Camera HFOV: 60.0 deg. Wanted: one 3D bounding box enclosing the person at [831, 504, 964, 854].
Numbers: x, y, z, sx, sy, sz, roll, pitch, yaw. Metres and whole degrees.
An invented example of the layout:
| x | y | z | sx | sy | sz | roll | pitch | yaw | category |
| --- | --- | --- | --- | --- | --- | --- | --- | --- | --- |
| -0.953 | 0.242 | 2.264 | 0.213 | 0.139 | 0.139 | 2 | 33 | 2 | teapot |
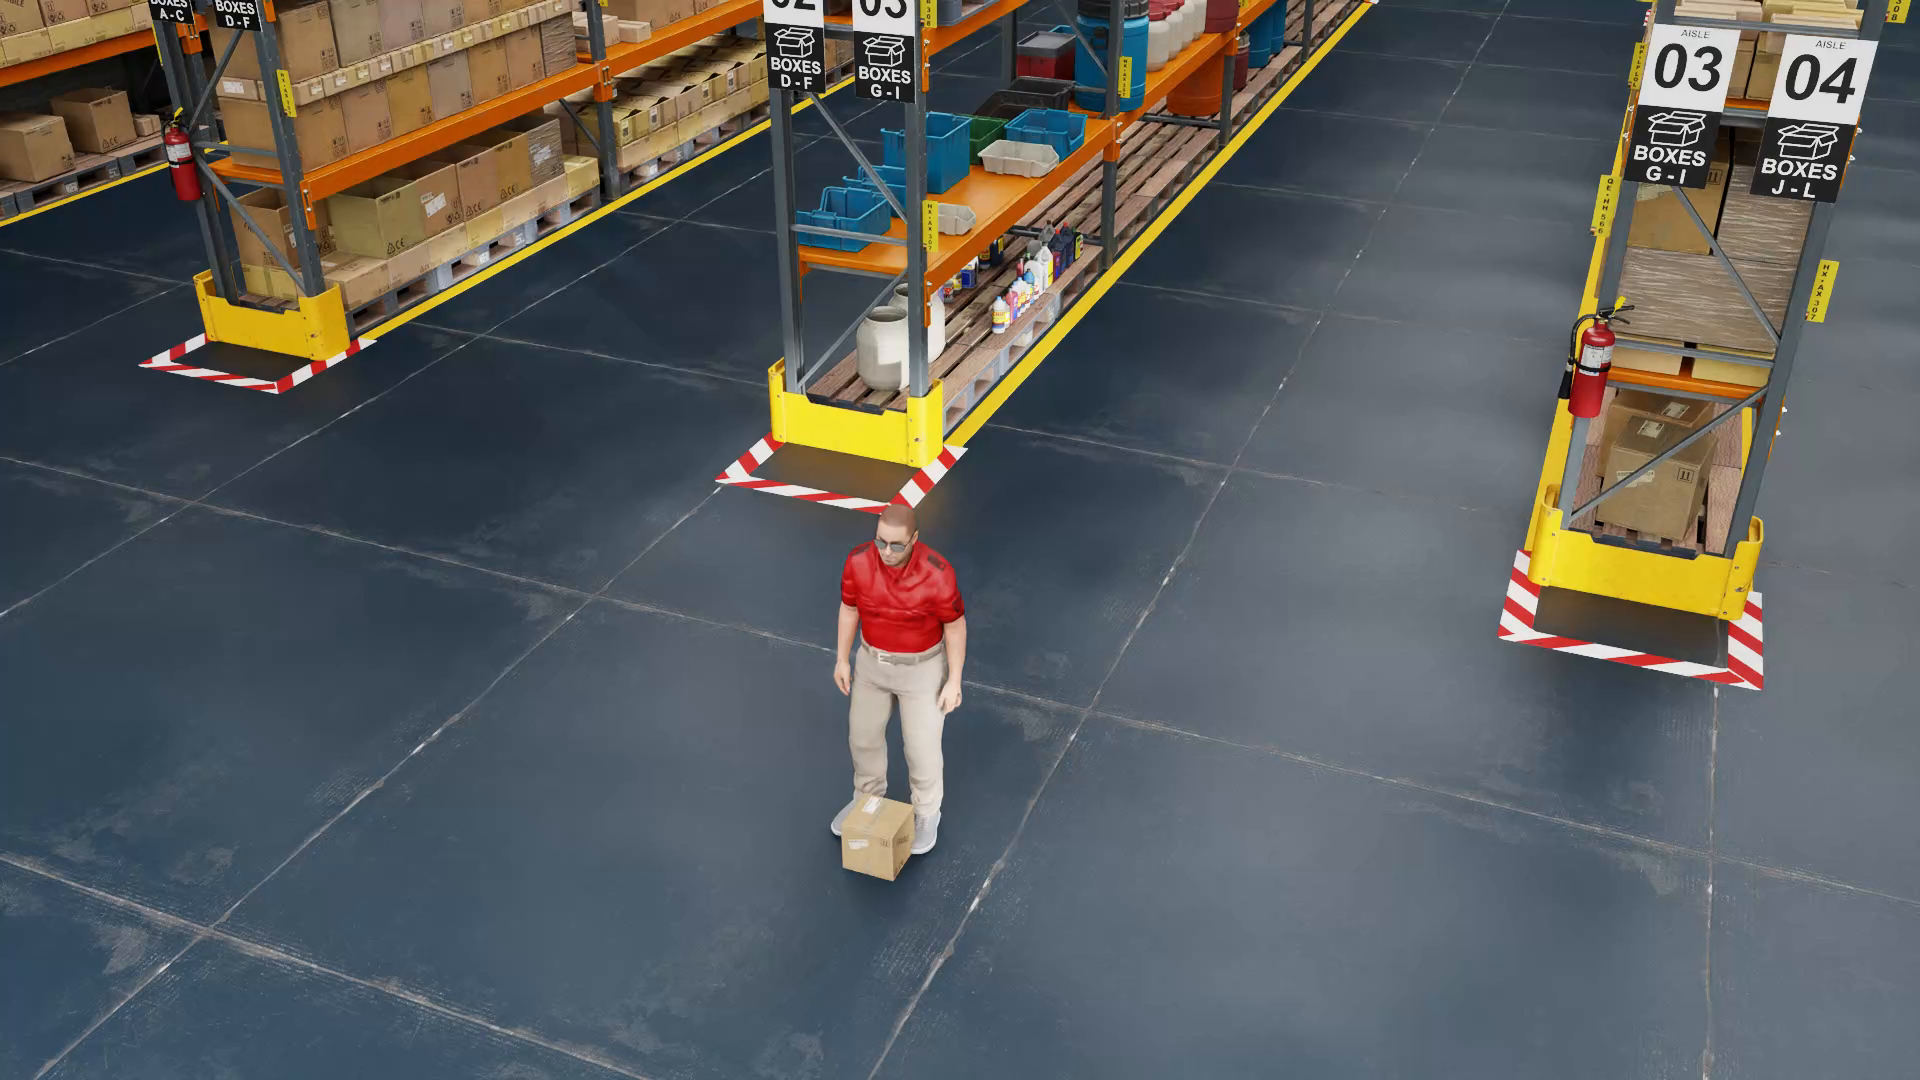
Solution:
| x | y | z | sx | sy | sz | roll | pitch | yaw | category |
| --- | --- | --- | --- | --- | --- | --- | --- | --- | --- |
| -0.275 | 0.584 | 7.378 | 0.598 | 1.727 | 0.383 | 10 | 31 | 18 | person |
